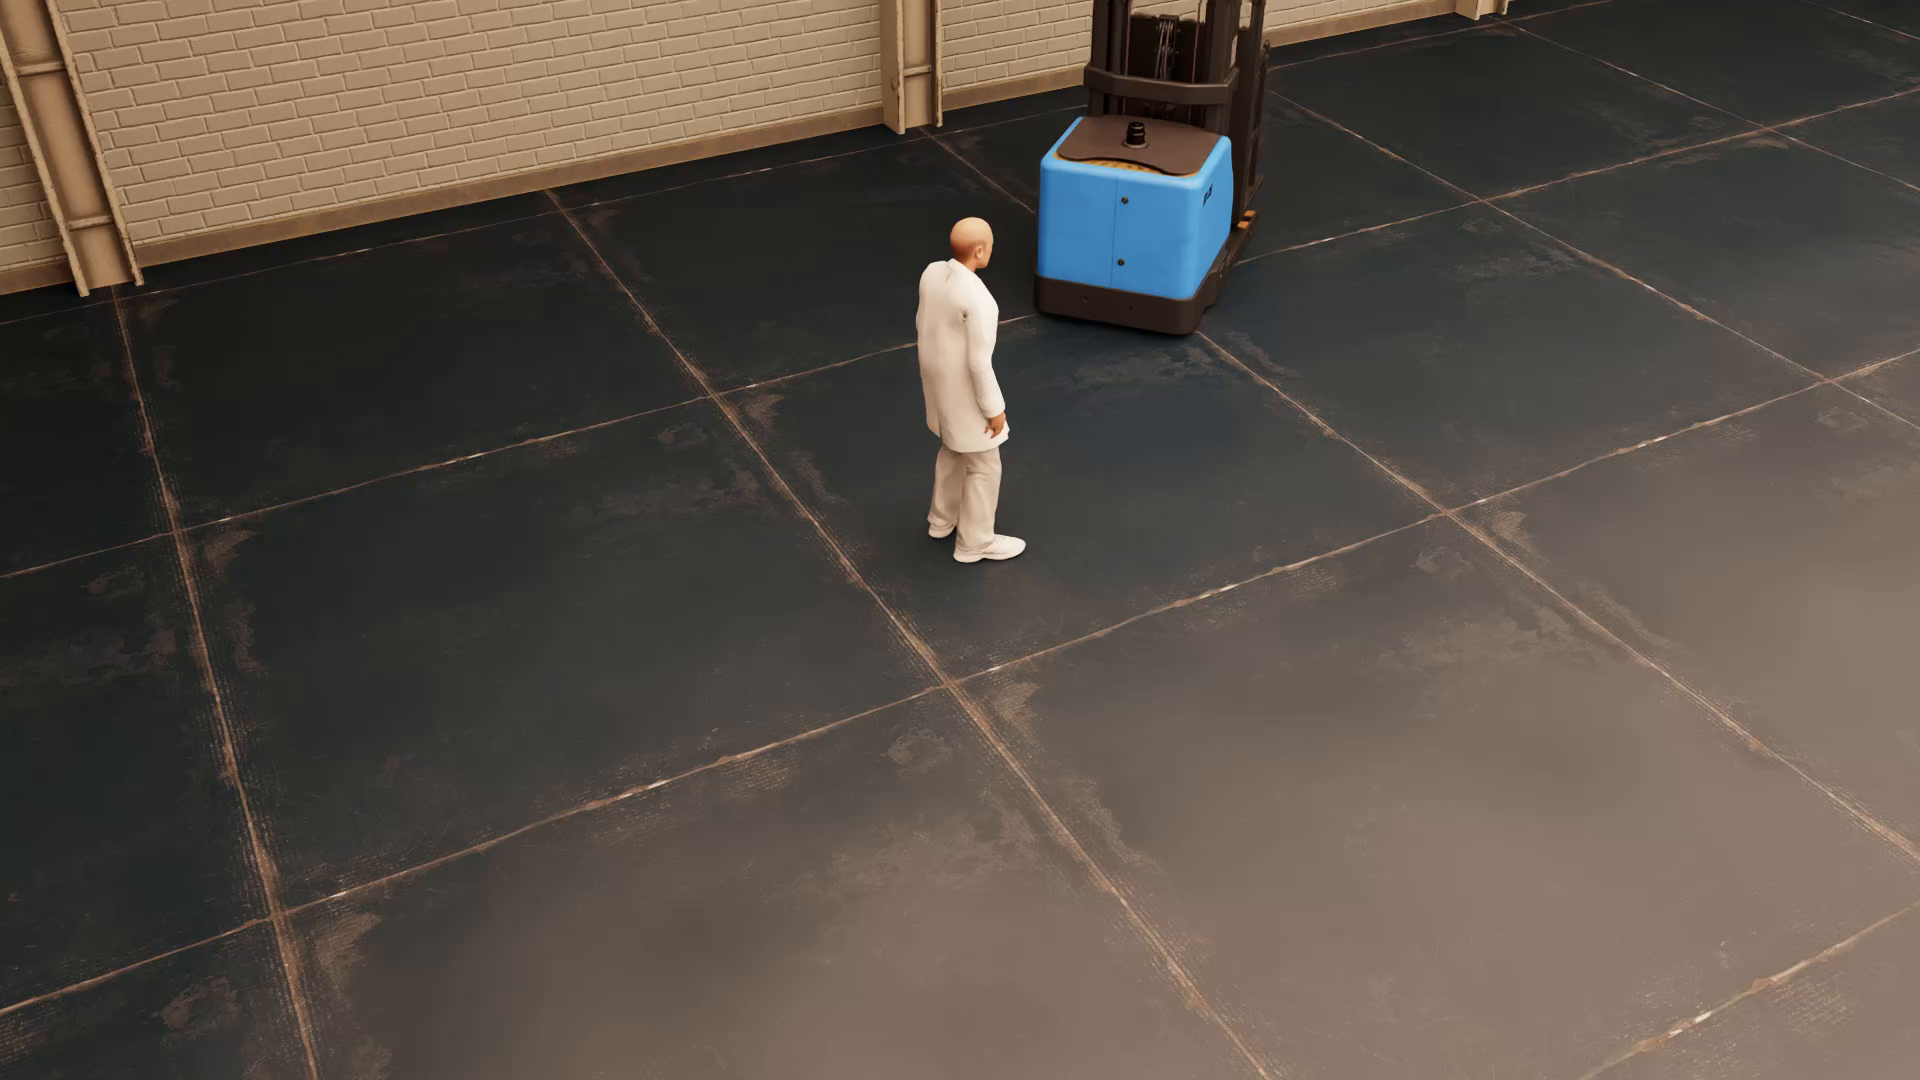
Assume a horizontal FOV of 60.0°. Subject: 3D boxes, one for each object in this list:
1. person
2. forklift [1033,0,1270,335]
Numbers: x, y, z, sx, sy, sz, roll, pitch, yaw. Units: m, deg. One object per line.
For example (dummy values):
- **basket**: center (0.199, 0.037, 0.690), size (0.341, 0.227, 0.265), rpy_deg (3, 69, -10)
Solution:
- **person**: center (0.023, -0.738, 8.170), size (0.431, 1.773, 0.644), rpy_deg (-18, 39, -24)
- **forklift**: center (1.465, -3.321, 10.822), size (1.130, 2.935, 3.031), rpy_deg (12, 37, 17)
